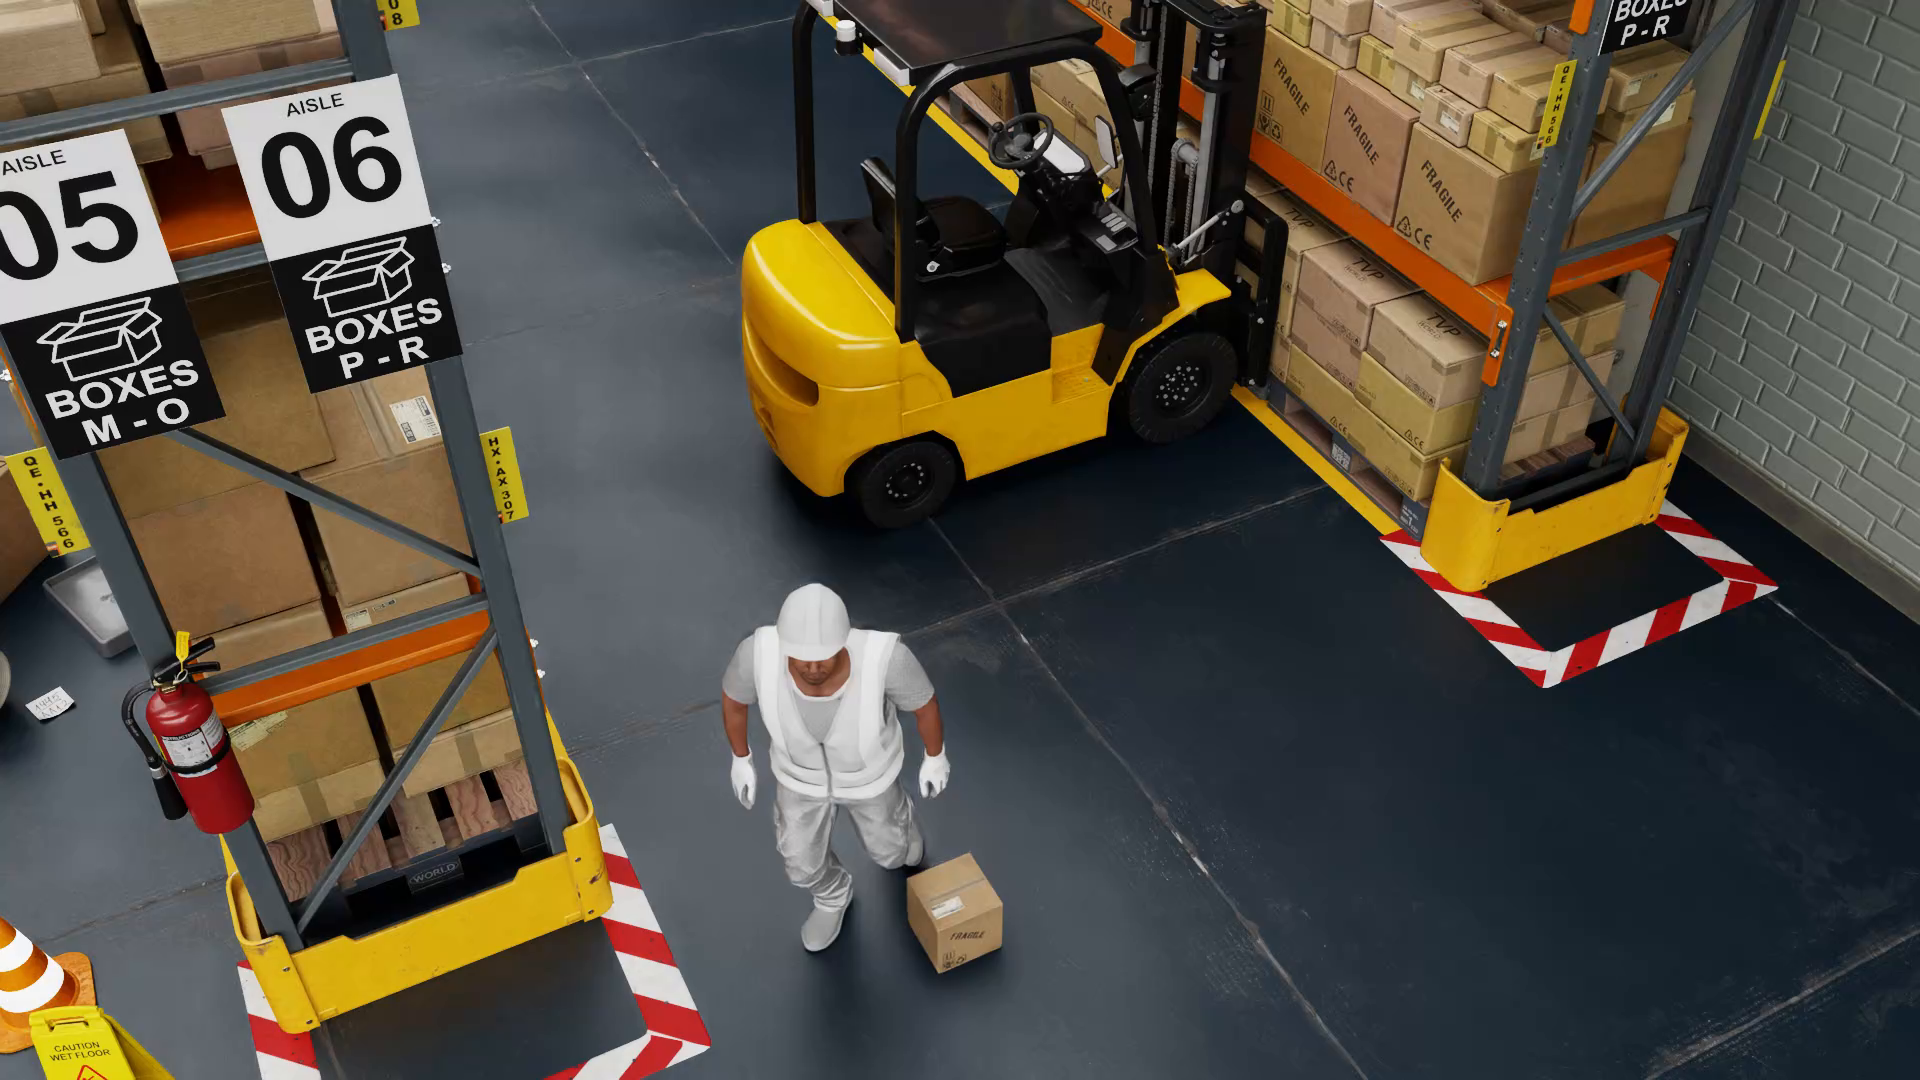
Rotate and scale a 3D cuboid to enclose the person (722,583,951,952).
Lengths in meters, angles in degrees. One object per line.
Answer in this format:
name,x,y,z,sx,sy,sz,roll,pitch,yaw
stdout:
person,-0.388,0.664,5.423,0.719,1.718,0.745,2,41,2
